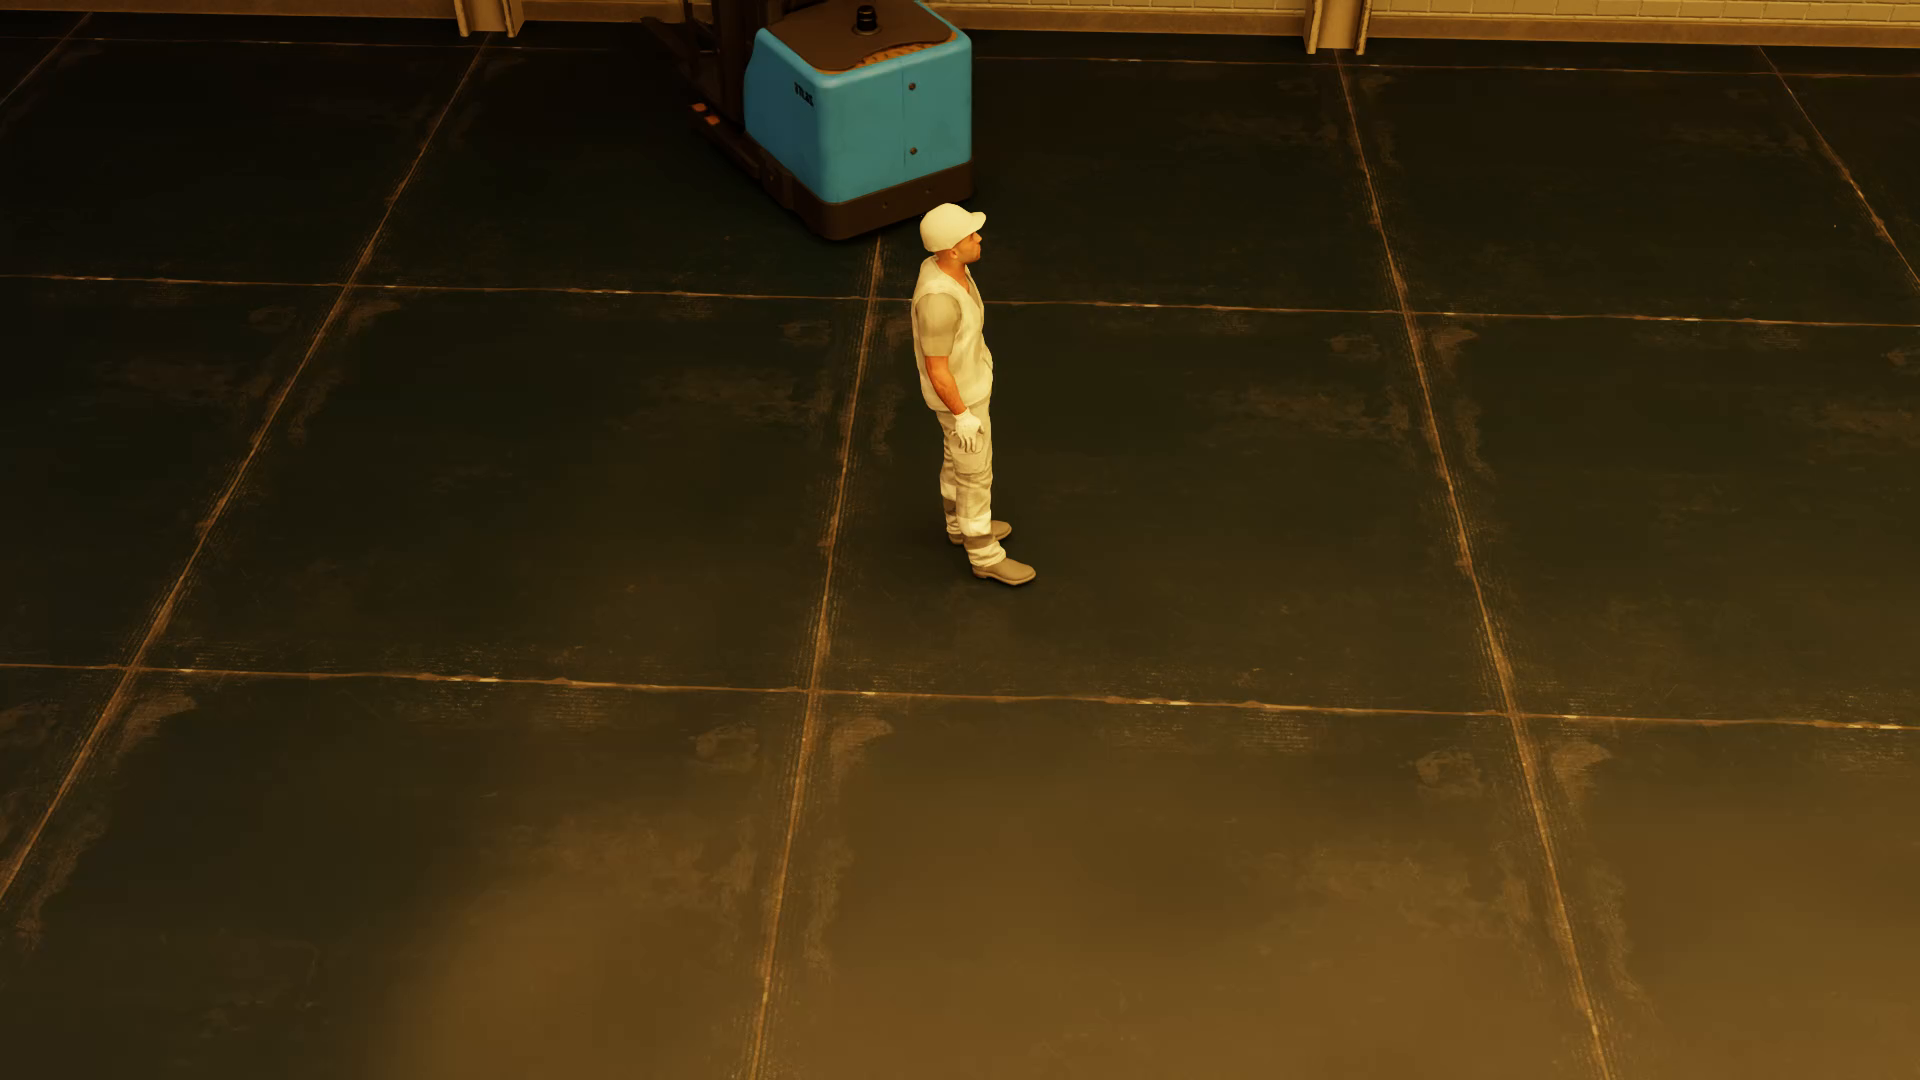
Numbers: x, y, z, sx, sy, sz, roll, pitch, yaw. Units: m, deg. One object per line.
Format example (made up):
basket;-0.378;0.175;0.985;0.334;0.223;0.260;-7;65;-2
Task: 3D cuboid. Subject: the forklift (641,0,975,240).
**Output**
forklift;-1.126;-3.806;9.911;1.130;2.935;3.031;-23;47;-23

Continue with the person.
person;0.079;-0.655;7.296;0.564;1.787;0.637;2;42;2
